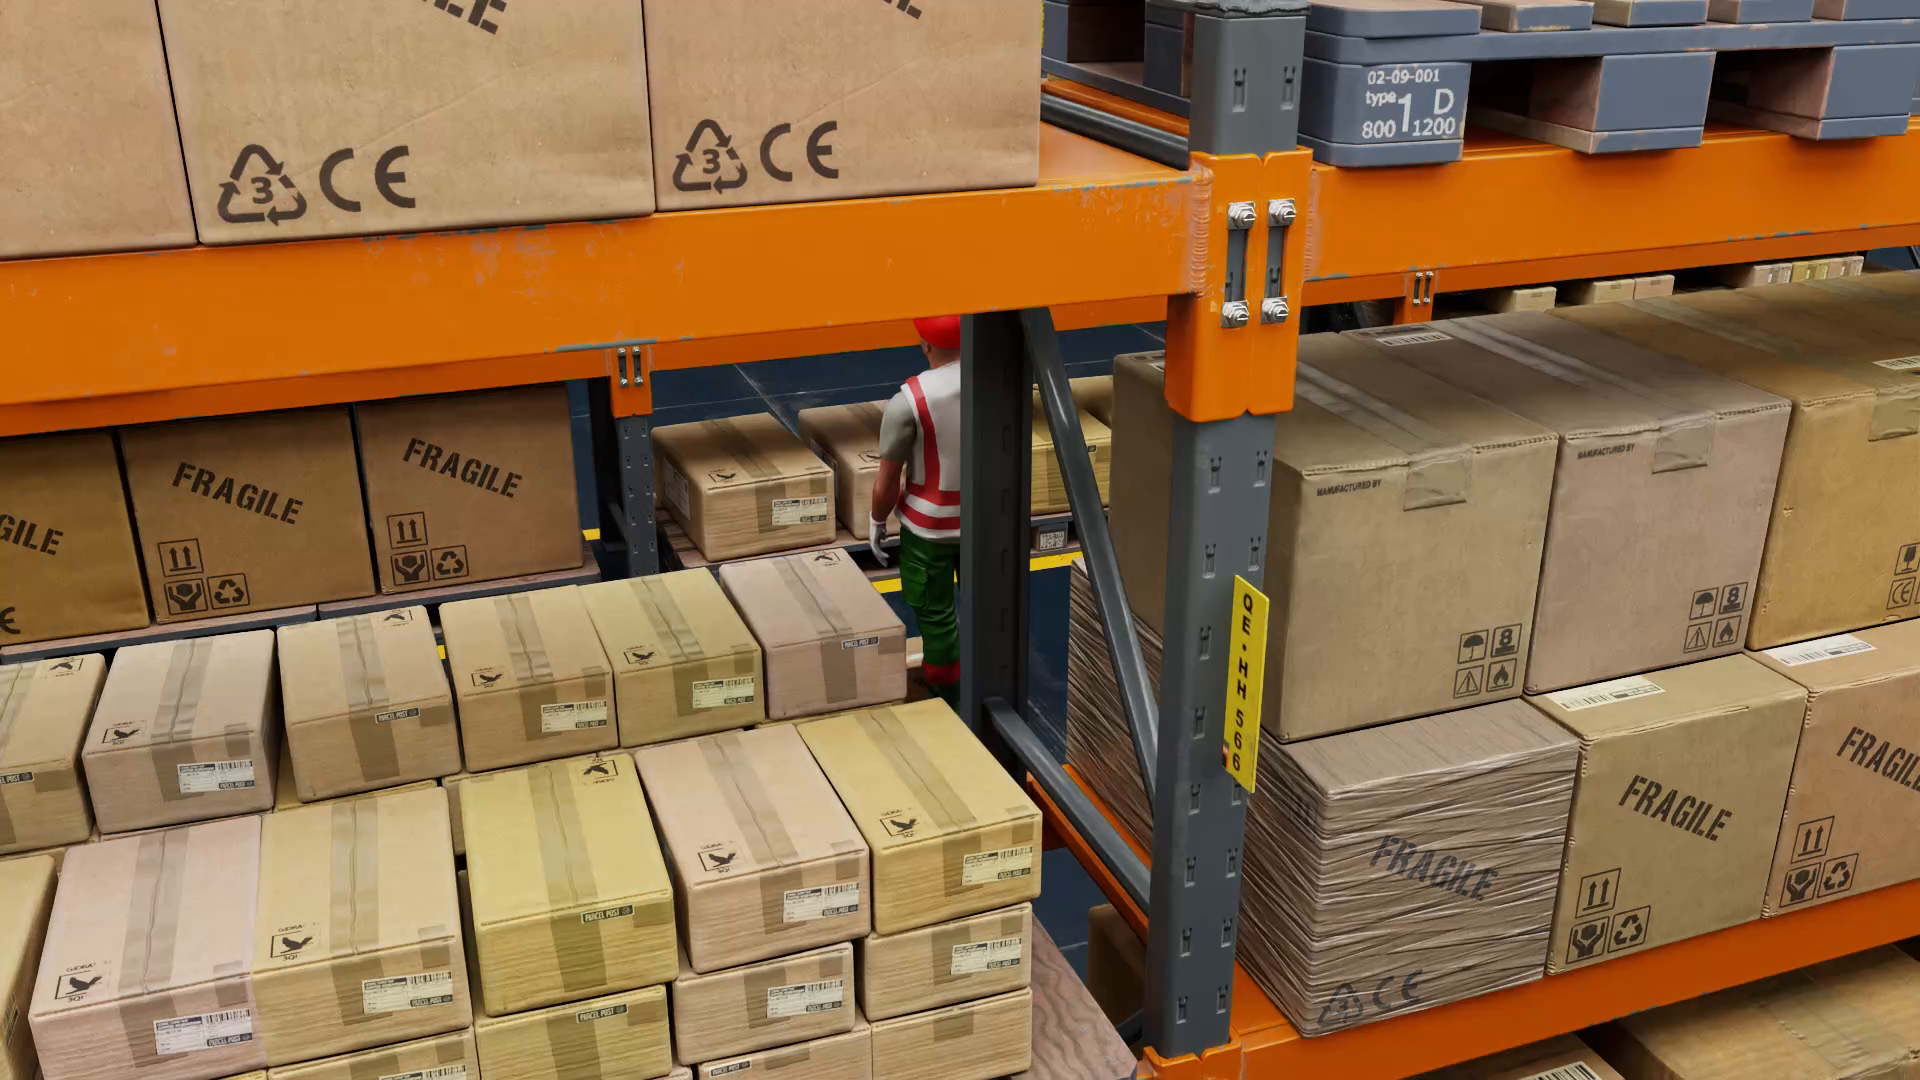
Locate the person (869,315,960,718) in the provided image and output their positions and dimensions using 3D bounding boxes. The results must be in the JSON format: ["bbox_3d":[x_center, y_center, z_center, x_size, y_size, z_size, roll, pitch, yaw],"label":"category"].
[{"bbox_3d":[-0.060,-0.096,6.270,0.624,1.788,0.564,-8,24,-19],"label":"person"}]
